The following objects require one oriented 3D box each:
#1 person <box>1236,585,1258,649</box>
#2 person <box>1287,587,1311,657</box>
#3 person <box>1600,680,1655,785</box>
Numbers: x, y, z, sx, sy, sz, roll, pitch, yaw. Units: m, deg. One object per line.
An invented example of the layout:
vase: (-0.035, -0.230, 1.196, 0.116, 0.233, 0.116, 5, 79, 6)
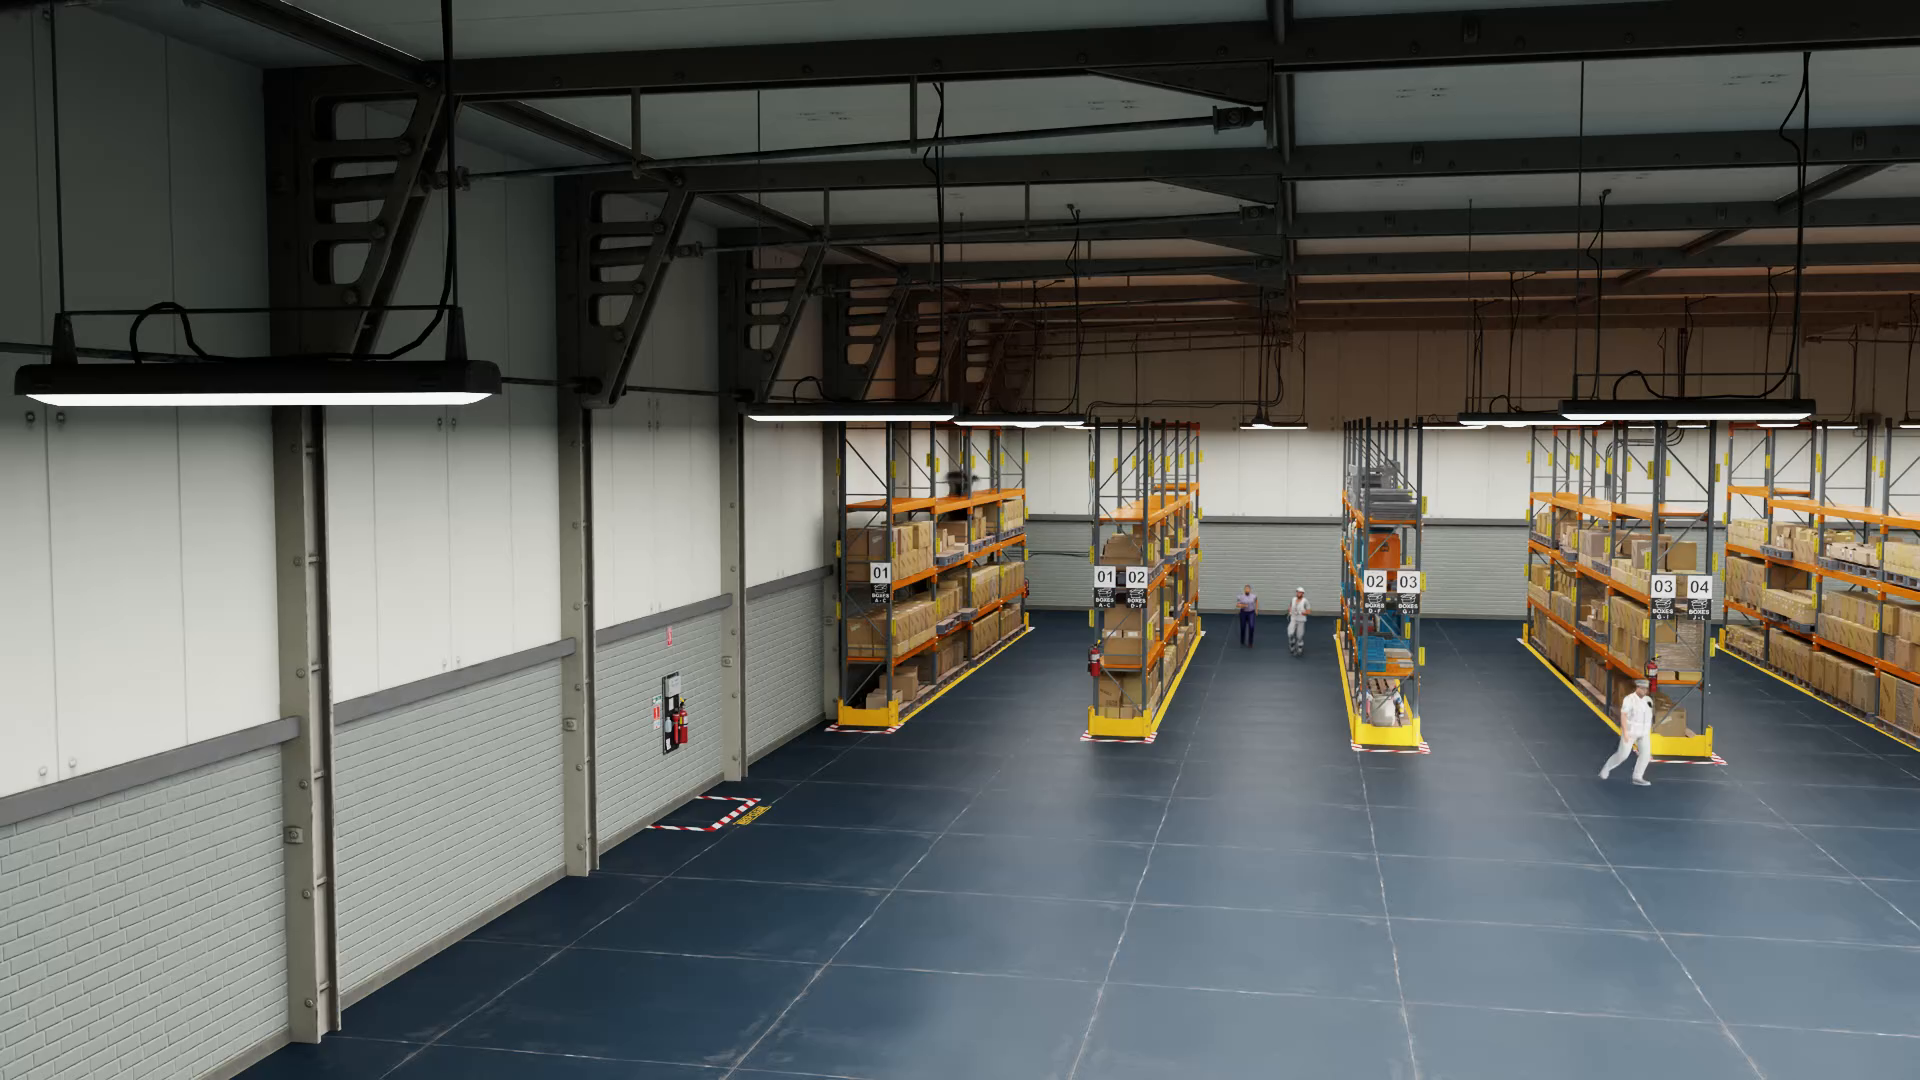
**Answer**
person: (7.626, 2.043, 44.167, 0.592, 1.694, 0.824, 0, 4, 5)
person: (8.627, 2.095, 42.375, 0.635, 1.801, 0.700, 2, 4, 27)
person: (10.847, 3.094, 27.004, 0.728, 1.718, 0.671, -1, 4, -12)
